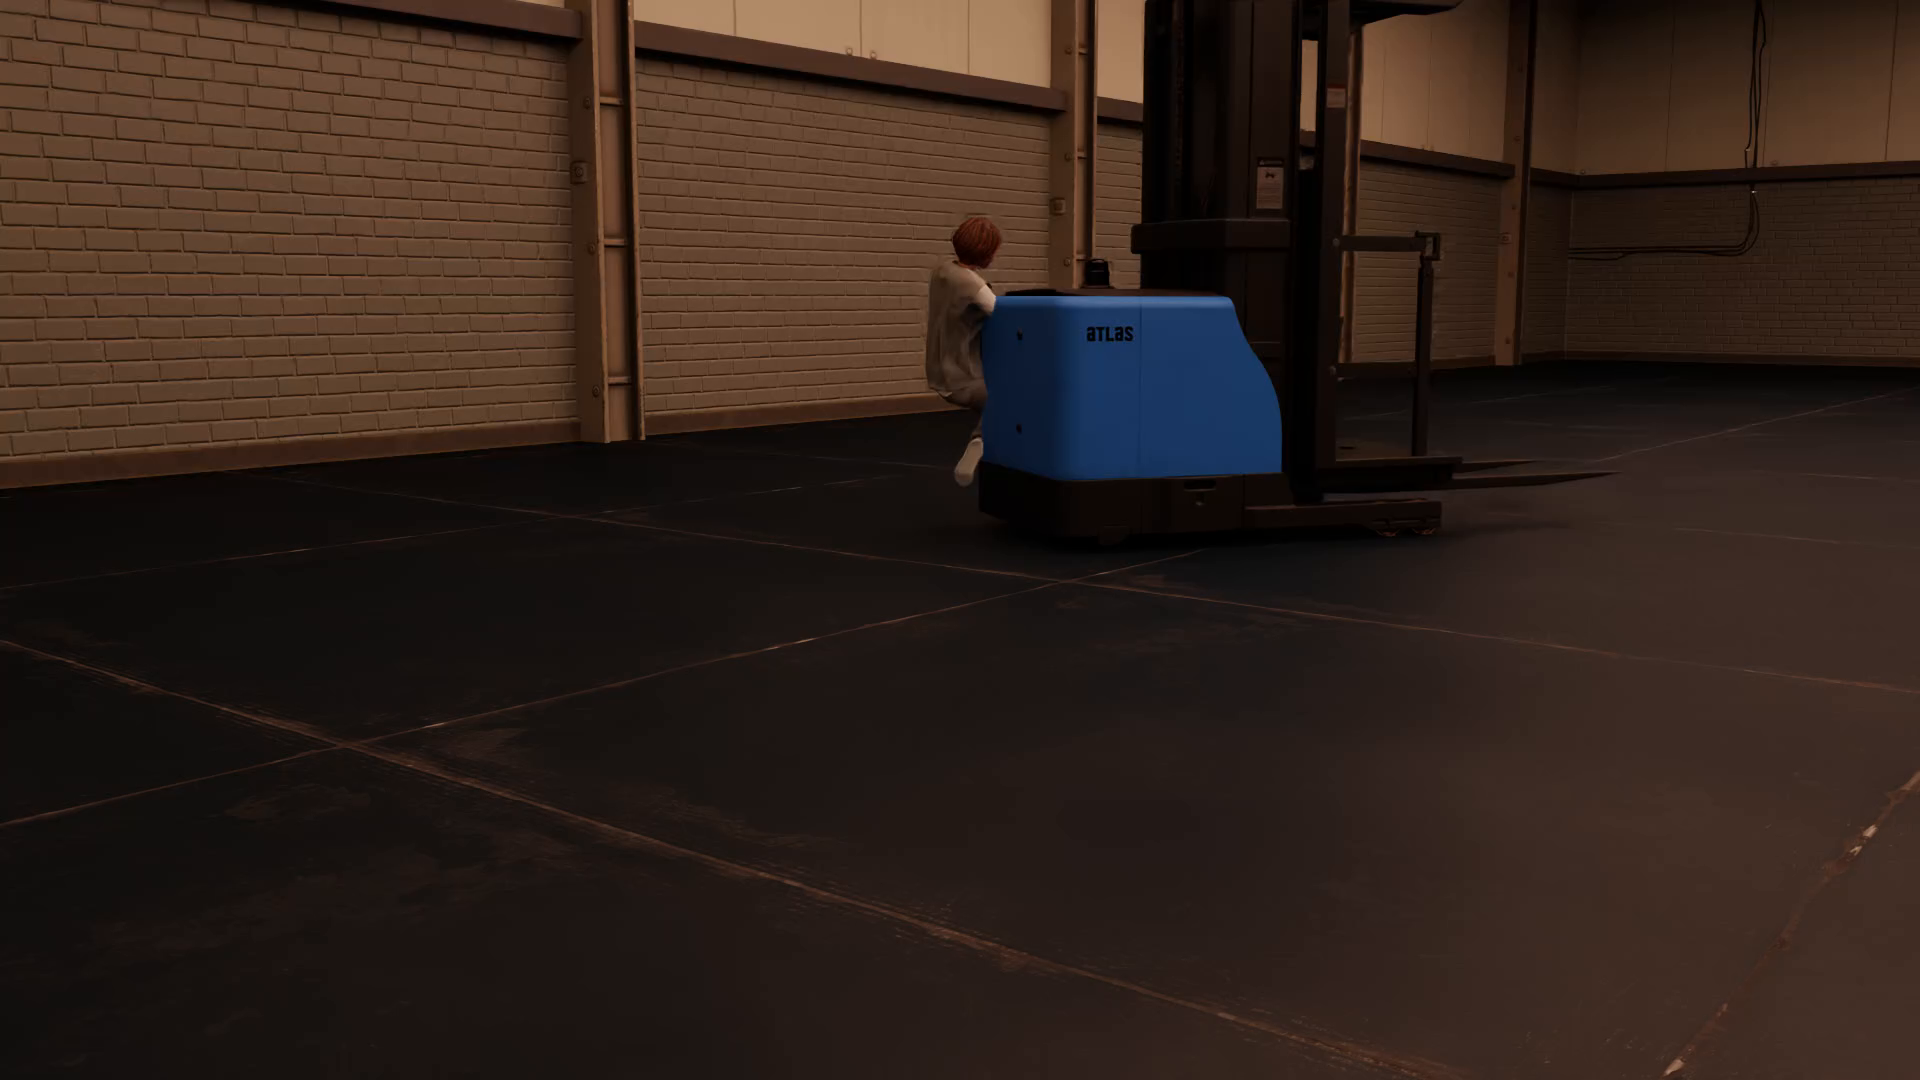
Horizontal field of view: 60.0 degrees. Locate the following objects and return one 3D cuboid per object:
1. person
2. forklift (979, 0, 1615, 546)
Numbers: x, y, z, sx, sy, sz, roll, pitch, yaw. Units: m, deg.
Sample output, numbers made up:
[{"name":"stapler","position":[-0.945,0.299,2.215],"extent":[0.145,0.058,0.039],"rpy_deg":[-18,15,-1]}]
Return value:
[{"name":"person","position":[0.215,-0.792,7.841],"extent":[0.662,1.425,0.694],"rpy_deg":[-5,9,-28]},{"name":"forklift","position":[1.661,-1.530,7.738],"extent":[3.031,2.935,1.130],"rpy_deg":[-3,9,-19]}]
